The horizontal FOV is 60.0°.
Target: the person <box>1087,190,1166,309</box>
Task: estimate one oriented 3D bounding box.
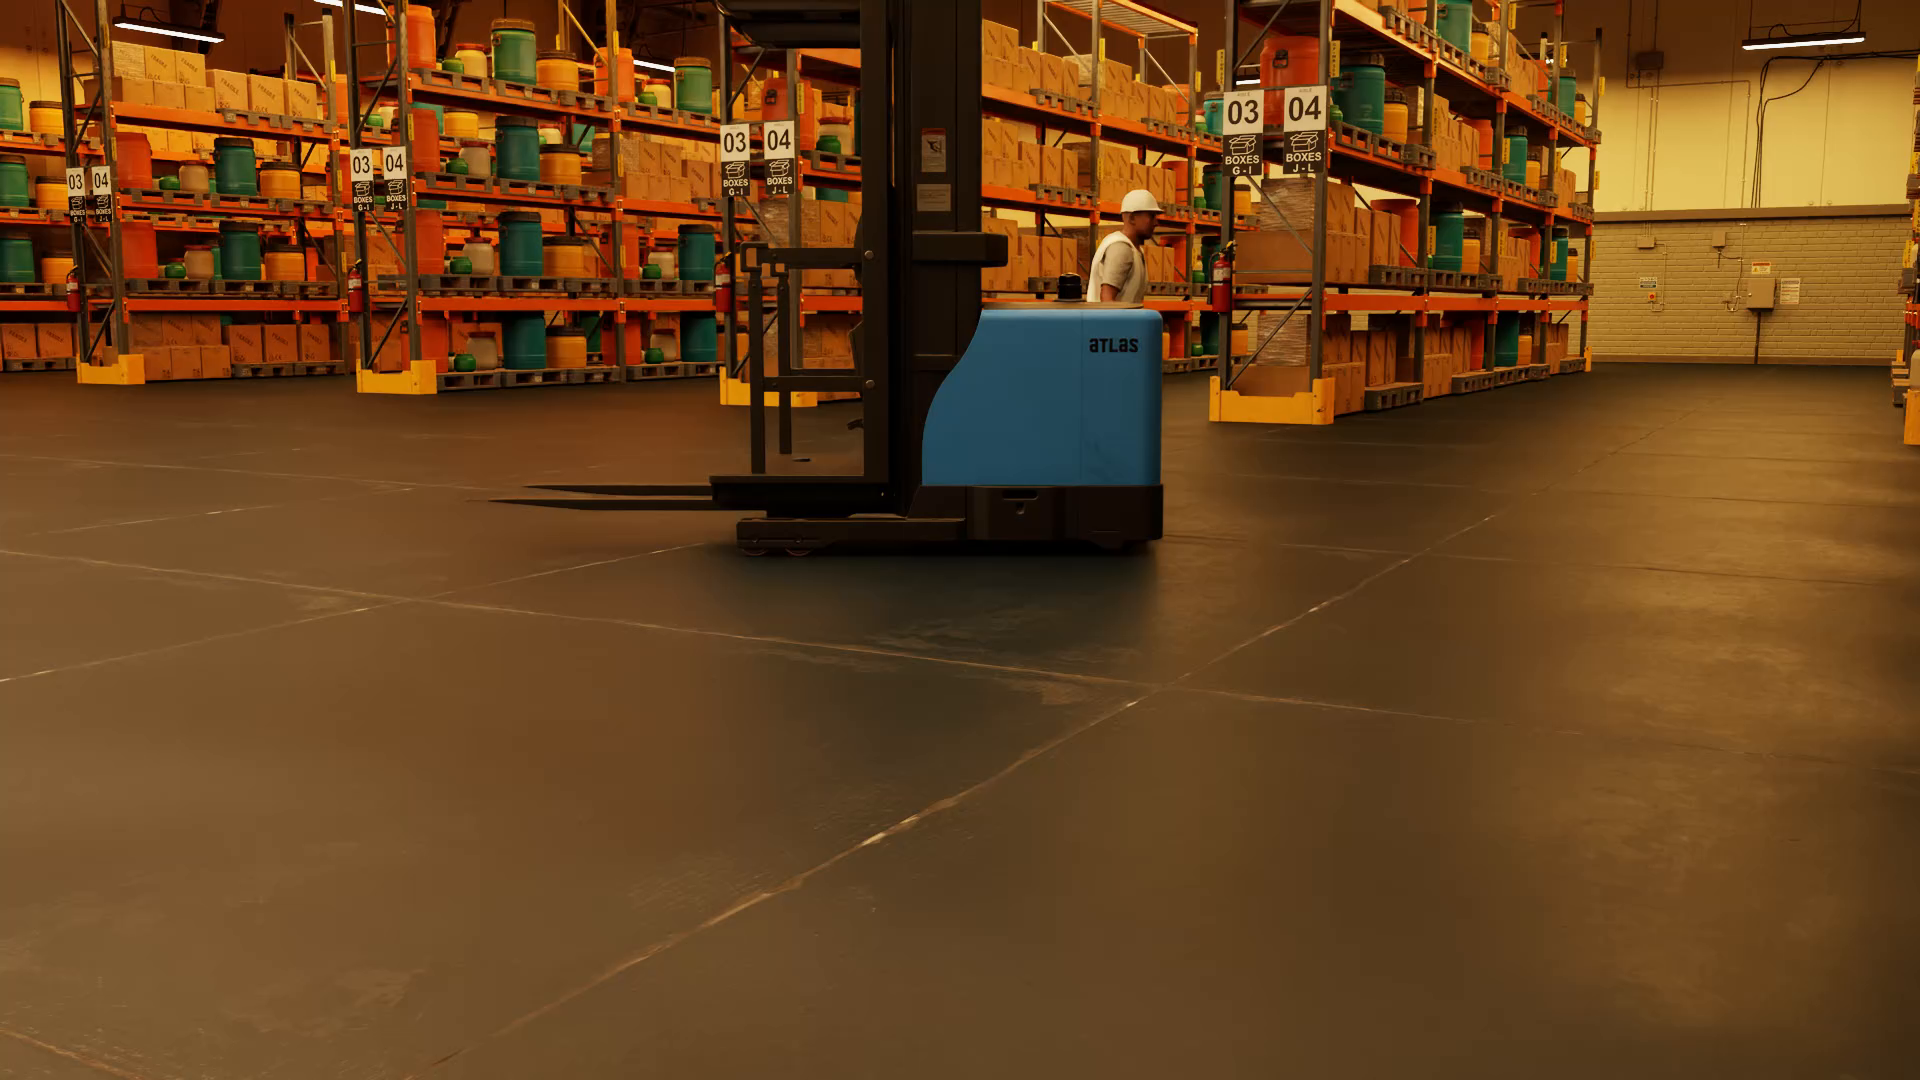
[{"bbox_3d":[0.984,-1.180,9.890,0.451,1.773,0.626,3,8,19],"label":"person"}]

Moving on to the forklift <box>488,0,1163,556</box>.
[{"bbox_3d":[-0.610,-1.453,7.624,3.031,2.935,1.130,0,8,1],"label":"forklift"}]
